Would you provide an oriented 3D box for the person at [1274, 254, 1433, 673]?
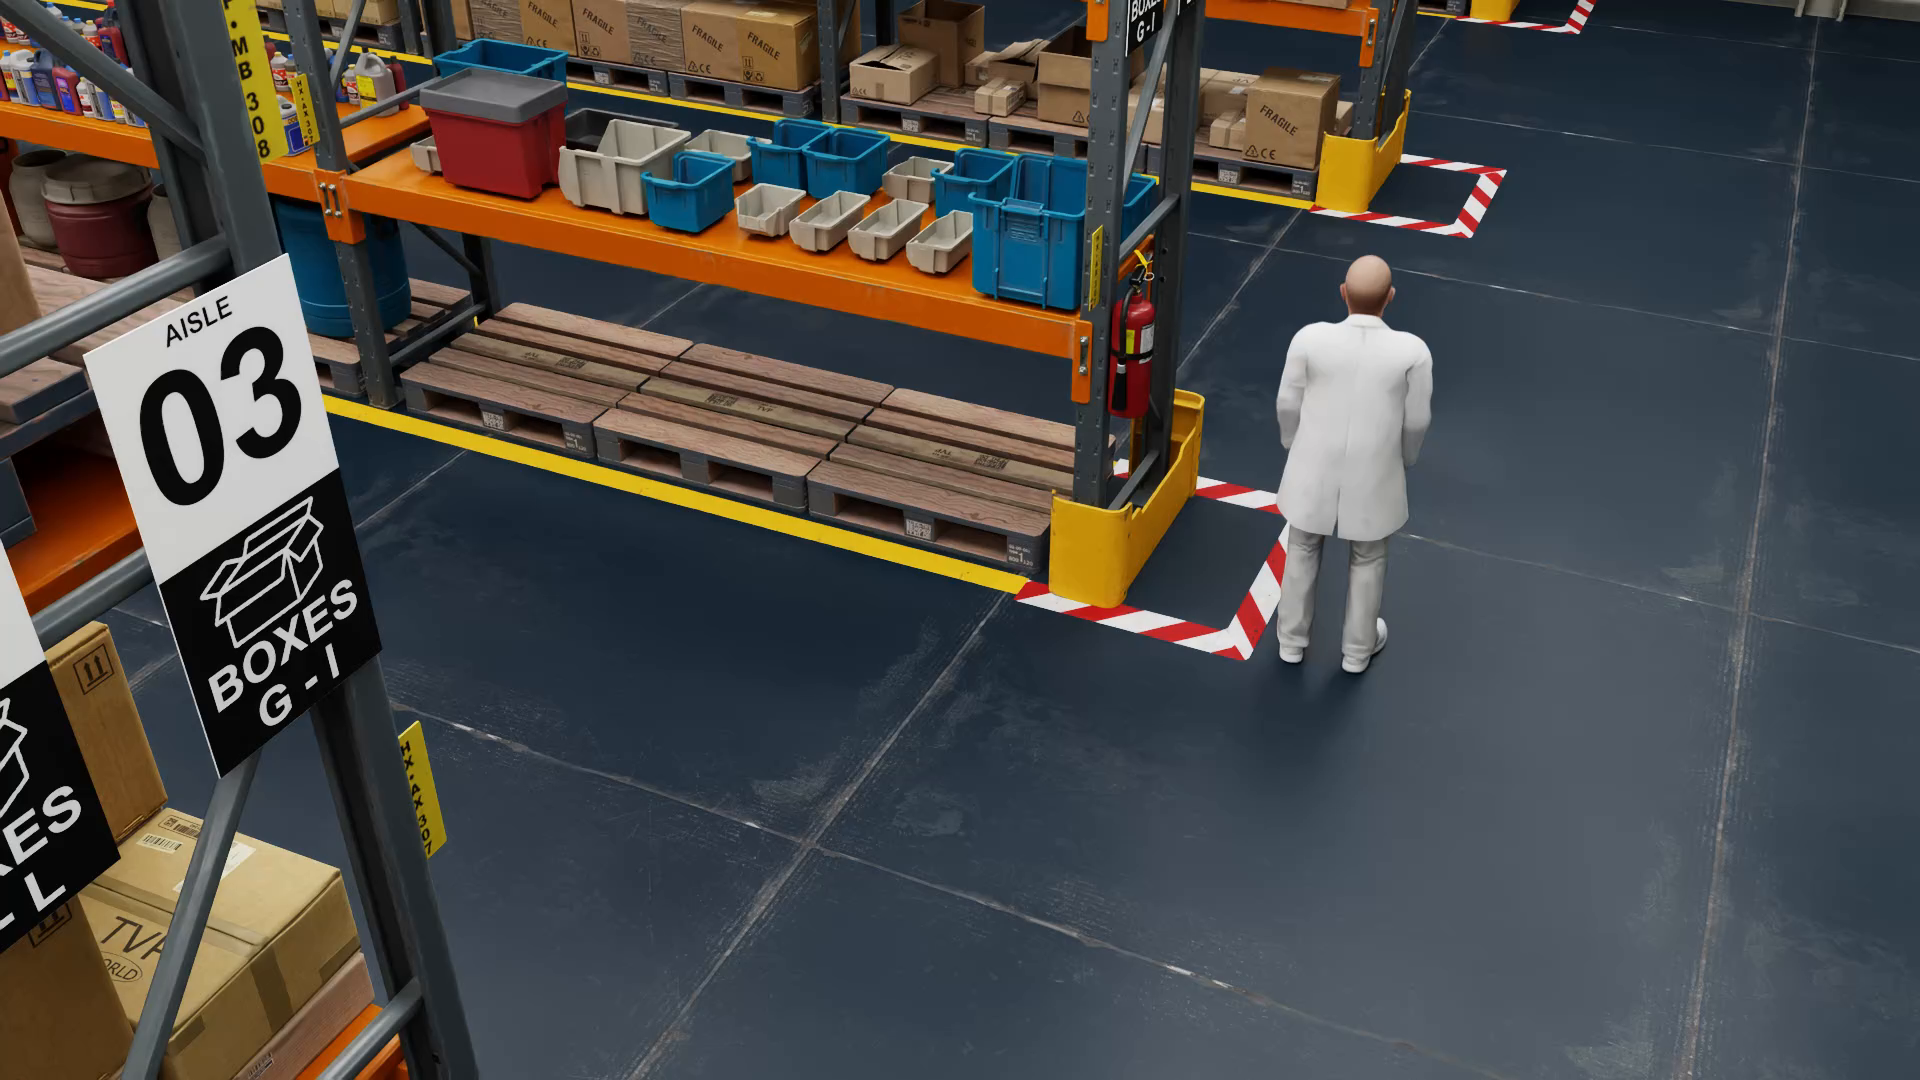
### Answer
[{"bbox_3d":[1.524,-0.287,6.589,0.591,1.777,0.424,10,34,14],"label":"person"}]
